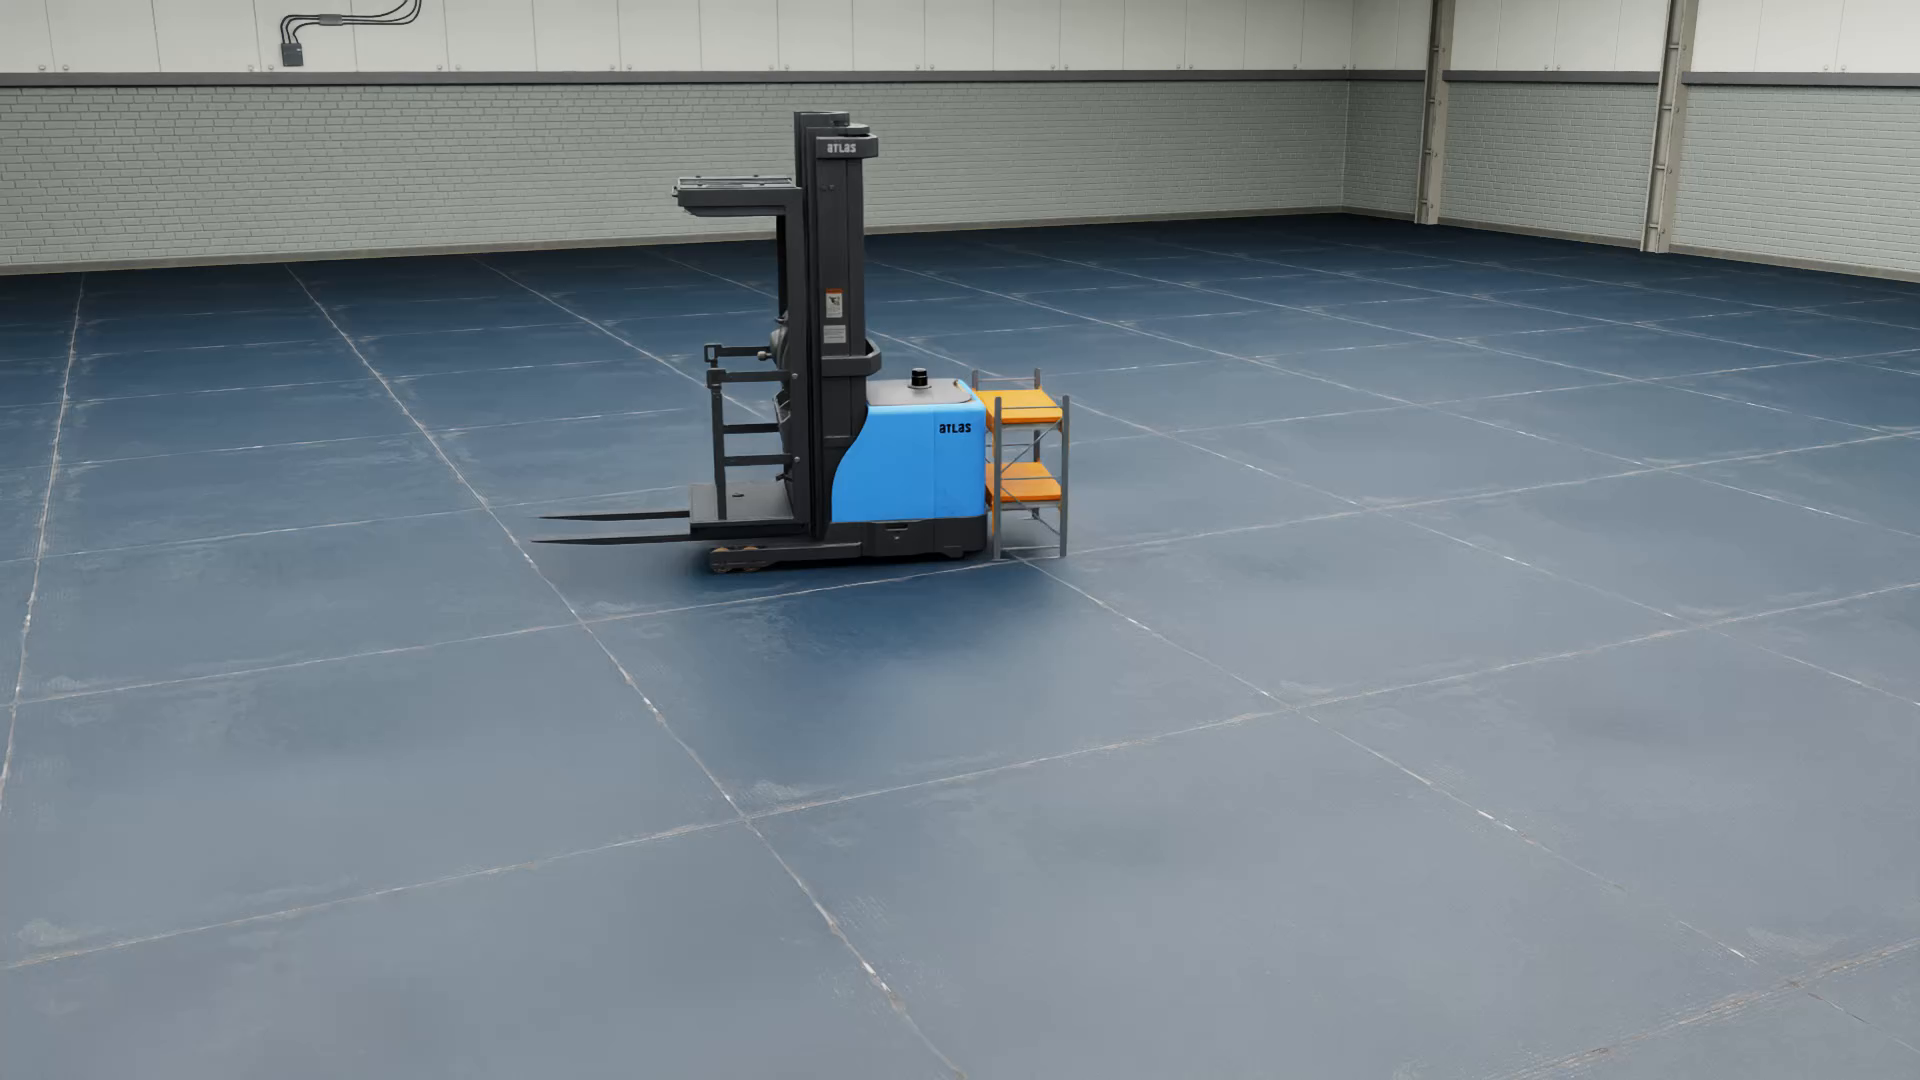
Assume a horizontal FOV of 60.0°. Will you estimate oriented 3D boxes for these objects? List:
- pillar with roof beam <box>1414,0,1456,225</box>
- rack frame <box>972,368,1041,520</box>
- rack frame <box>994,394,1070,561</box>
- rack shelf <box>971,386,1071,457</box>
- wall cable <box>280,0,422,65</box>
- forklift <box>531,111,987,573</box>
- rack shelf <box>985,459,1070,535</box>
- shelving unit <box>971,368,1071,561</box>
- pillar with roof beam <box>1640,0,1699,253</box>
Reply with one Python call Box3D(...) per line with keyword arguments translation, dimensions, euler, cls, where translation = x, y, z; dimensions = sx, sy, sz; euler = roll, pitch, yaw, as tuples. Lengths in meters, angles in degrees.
Box3D(translation=(5.917, -10.449, 31.847), dimensions=(9.100, 9.000, 0.400), euler=(-8, 18, -25), cls="pillar with roof beam")
Box3D(translation=(0.334, -0.690, 12.114), dimensions=(0.500, 1.125, 0.032), euler=(-2, 16, -8), cls="rack frame")
Box3D(translation=(0.478, -0.412, 11.147), dimensions=(0.500, 1.125, 0.032), euler=(-2, 16, -8), cls="rack frame")
Box3D(translation=(0.406, -0.832, 11.550), dimensions=(0.538, 0.278, 1.000), euler=(-2, 16, -8), cls="rack shelf")
Box3D(translation=(-10.090, -10.830, 27.012), dimensions=(2.305, 6.003, 0.169), euler=(-8, 18, -25), cls="wall cable")
Box3D(translation=(-1.379, -1.346, 11.129), dimensions=(3.031, 2.935, 1.130), euler=(-3, 16, -9), cls="forklift")
Box3D(translation=(0.406, -0.316, 11.698), dimensions=(0.538, 0.278, 1.000), euler=(-2, 16, -8), cls="rack shelf")
Box3D(translation=(0.406, -0.551, 11.630), dimensions=(0.538, 1.125, 1.048), euler=(-2, 16, -8), cls="shelving unit")
Box3D(translation=(8.546, -8.961, 26.662), dimensions=(9.100, 9.000, 0.400), euler=(-8, 18, -25), cls="pillar with roof beam")
